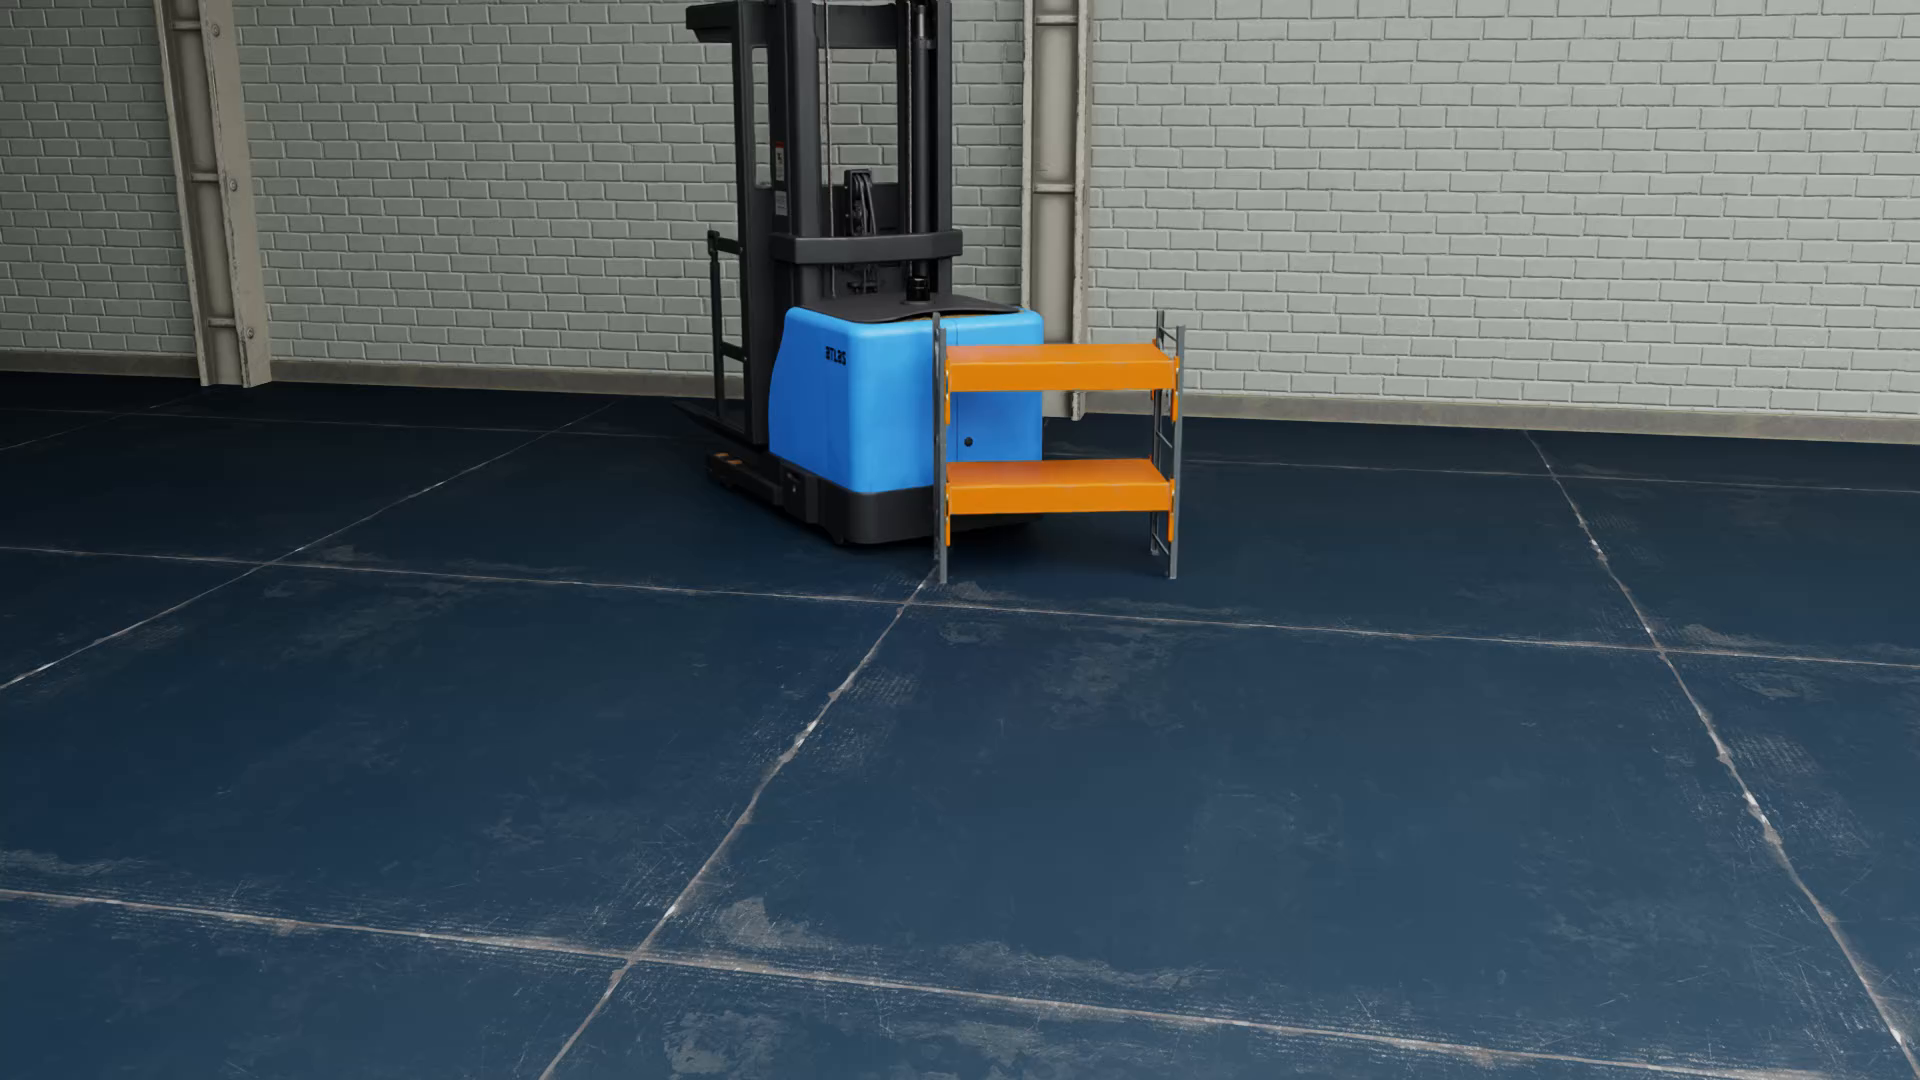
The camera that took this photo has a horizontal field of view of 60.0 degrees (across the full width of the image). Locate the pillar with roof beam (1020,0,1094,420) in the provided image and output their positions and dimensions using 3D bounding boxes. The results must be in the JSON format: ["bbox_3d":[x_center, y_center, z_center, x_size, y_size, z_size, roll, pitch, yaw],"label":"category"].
[{"bbox_3d":[-0.247,-4.037,5.708,0.400,9.000,9.100,3,16,11],"label":"pillar with roof beam"}]

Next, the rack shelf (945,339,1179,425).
[{"bbox_3d":[0.417,-0.704,7.329,1.000,0.278,0.538,-1,16,-4],"label":"rack shelf"}]

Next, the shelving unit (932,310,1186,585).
[{"bbox_3d":[0.417,-0.422,7.407,1.048,1.125,0.538,-1,16,-4],"label":"shelving unit"}]

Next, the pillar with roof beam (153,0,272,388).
[{"bbox_3d":[-6.126,-4.356,6.860,0.400,9.000,9.100,3,16,11],"label":"pillar with roof beam"}]

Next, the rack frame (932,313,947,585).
[{"bbox_3d":[-0.090,-0.412,7.371,0.032,1.125,0.500,-1,16,-4],"label":"rack frame"}]

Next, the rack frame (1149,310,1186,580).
[{"bbox_3d":[0.924,-0.432,7.443,0.032,1.125,0.500,-1,16,-4],"label":"rack frame"}]

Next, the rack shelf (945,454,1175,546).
[{"bbox_3d":[0.417,-0.186,7.473,1.000,0.278,0.538,-1,16,-4],"label":"rack shelf"}]

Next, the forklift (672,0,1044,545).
[{"bbox_3d":[-0.741,-1.734,8.762,1.130,2.935,3.031,-8,18,-28],"label":"forklift"}]
